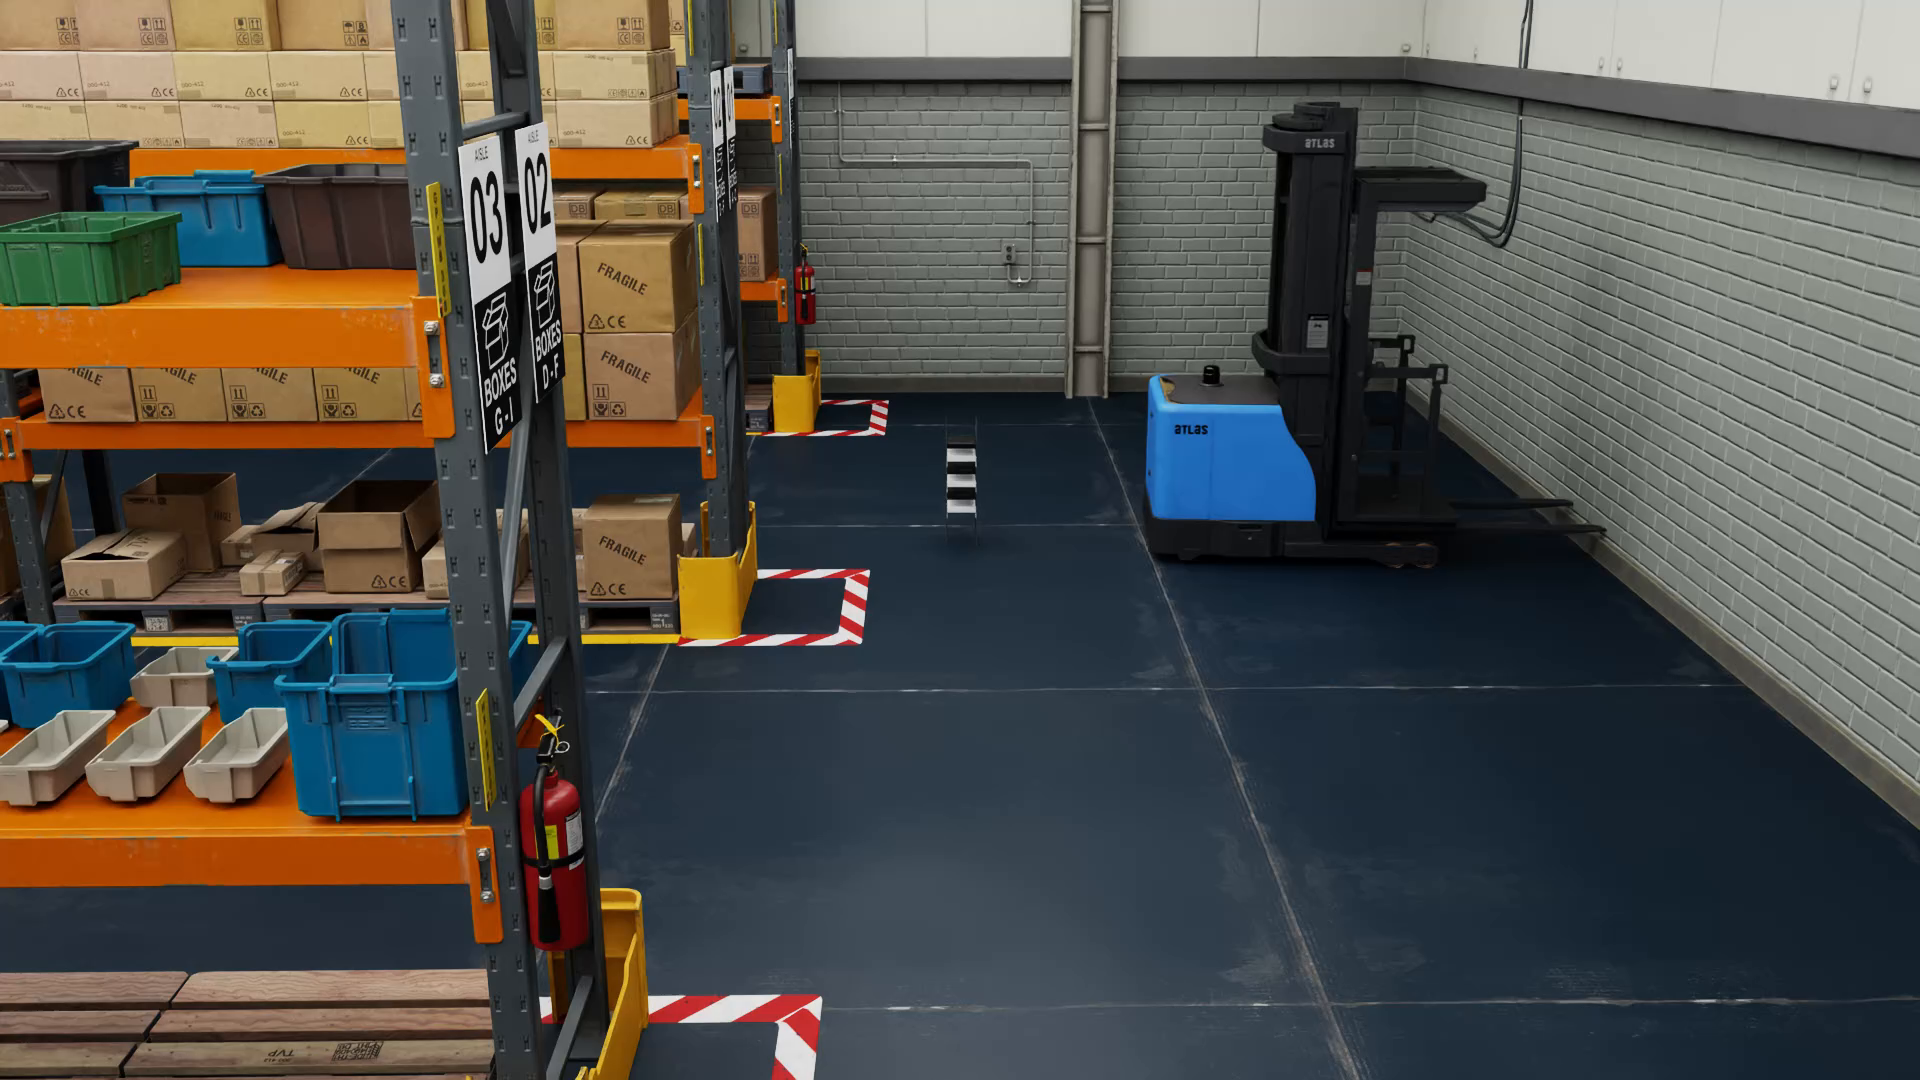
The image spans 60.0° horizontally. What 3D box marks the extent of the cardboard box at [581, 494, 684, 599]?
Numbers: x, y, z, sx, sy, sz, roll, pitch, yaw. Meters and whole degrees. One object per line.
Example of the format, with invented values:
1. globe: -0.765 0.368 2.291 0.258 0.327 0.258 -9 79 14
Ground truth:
1. cardboard box: -1.940 0.033 9.905 0.500 0.500 0.500 0 18 -1

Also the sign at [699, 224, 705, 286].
1. sign: -1.411 -1.558 9.080 0.005 0.325 0.100 0 18 -1

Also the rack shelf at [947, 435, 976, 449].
1. rack shelf: 0.008 -0.654 11.338 0.200 0.077 0.258 0 18 -1

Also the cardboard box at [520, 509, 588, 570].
1. cardboard box: -2.448 -0.007 10.441 0.500 0.250 0.500 0 18 -1

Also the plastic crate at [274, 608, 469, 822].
1. plastic crate: -1.657 0.501 4.920 0.499 0.435 0.616 0 18 -1

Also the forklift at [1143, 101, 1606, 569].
1. forklift: 2.803 -1.374 11.031 3.031 2.935 1.130 1 18 2

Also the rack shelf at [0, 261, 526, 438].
1. rack shelf: -3.325 -0.589 4.739 4.000 0.370 1.077 0 18 -1

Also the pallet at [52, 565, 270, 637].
1. pallet: -4.713 0.319 10.209 1.213 0.211 1.003 0 18 -1

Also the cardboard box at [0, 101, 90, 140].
1. cardboard box: -4.909 -2.290 9.110 0.500 0.250 0.500 0 18 -1

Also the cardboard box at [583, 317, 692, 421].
1. cardboard box: -1.843 -0.988 9.552 0.500 0.500 0.500 0 18 1

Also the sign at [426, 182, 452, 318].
1. sign: -1.301 -0.723 4.152 0.005 0.325 0.100 0 18 -1

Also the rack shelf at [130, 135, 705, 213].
1. rack shelf: -3.400 -2.102 9.455 4.000 0.370 1.077 0 18 -1

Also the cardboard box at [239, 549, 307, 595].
1. cardboard box: -4.112 0.190 9.962 0.250 0.166 0.380 0 18 -1

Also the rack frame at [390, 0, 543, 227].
1. rack frame: -1.325 -2.369 4.201 0.127 3.000 1.000 0 18 -1

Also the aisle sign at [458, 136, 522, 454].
1. aisle sign: -1.249 -0.661 4.442 0.004 0.787 0.394 0 18 -1

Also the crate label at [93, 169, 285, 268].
1. crate label: -2.253 -0.964 4.976 0.502 0.251 0.408 0 18 -1

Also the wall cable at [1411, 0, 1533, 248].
1. wall cable: 4.179 -3.835 13.852 0.112 2.526 3.097 0 18 -1

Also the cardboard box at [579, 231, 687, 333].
1. cardboard box: -1.841 -1.463 9.397 0.500 0.500 0.500 0 18 -1

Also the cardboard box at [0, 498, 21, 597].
1. cardboard box: -5.888 0.065 9.808 0.500 0.500 0.500 0 18 -1

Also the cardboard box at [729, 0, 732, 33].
1. cardboard box: -2.216 -4.570 14.139 0.500 0.500 0.500 -1 18 -3

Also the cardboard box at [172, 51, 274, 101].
1. cardboard box: -3.909 -2.529 9.038 0.500 0.250 0.500 0 18 -1

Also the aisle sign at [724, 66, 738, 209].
1. aisle sign: -1.336 -2.353 9.717 0.004 0.787 0.394 0 18 -1

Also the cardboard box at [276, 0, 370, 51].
1. cardboard box: -3.414 -2.984 9.229 0.500 0.500 0.700 0 18 -1

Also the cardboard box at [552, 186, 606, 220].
1. cardboard box: -3.481 -2.668 14.462 0.700 0.700 0.980 -1 18 -4

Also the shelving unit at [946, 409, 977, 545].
1. shelving unit: 0.008 -0.429 11.410 0.210 0.900 0.258 0 18 -1

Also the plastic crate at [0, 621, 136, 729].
1. plastic crate: -2.894 0.446 5.424 0.300 0.233 0.416 0 18 -1

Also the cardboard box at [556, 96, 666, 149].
1. cardboard box: -1.909 -2.299 9.139 0.500 0.250 0.500 0 18 -1

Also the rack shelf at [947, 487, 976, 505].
1. rack shelf: 0.008 -0.311 11.448 0.200 0.077 0.258 0 18 -1

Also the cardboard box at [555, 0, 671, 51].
1. cardboard box: -1.913 -2.970 9.184 0.500 0.500 0.700 0 18 -1

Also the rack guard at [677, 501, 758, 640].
1. rack guard: -1.476 0.165 10.214 0.348 0.500 1.175 0 18 -1

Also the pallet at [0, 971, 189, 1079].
1. pallet: -3.368 1.812 5.552 1.213 0.211 1.003 0 18 -1

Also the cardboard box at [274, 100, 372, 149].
1. cardboard box: -3.409 -2.296 9.130 0.500 0.250 0.500 0 18 -1

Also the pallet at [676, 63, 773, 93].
1. pallet: -2.223 -3.918 14.084 1.213 0.211 1.003 0 18 -1

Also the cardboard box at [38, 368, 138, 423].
1. cardboard box: -4.886 -0.973 9.506 0.500 0.500 0.500 0 18 1

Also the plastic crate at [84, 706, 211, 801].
1. plastic crate: -2.428 0.641 4.973 0.243 0.136 0.396 0 18 -1

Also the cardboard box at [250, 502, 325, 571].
1. cardboard box: -4.084 -0.028 10.407 0.500 0.311 0.500 0 18 -1

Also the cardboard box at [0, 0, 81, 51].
1. cardboard box: -4.914 -2.972 9.191 0.500 0.500 0.700 0 18 -1

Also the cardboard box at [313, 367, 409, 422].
1. cardboard box: -3.365 -0.981 9.531 0.500 0.500 0.500 -1 18 -2

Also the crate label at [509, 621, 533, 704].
1. crate label: -1.578 0.439 5.444 0.303 0.233 0.416 0 18 -1

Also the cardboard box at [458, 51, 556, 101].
1. cardboard box: -2.410 -2.538 9.064 0.500 0.250 0.500 0 18 -1

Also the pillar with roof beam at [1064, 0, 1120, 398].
1. pillar with roof beam: 1.272 -4.357 10.399 0.400 9.000 9.100 0 18 -1

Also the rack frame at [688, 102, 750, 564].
1. rack frame: -1.400 -1.025 9.834 0.127 3.000 1.000 0 18 -1
